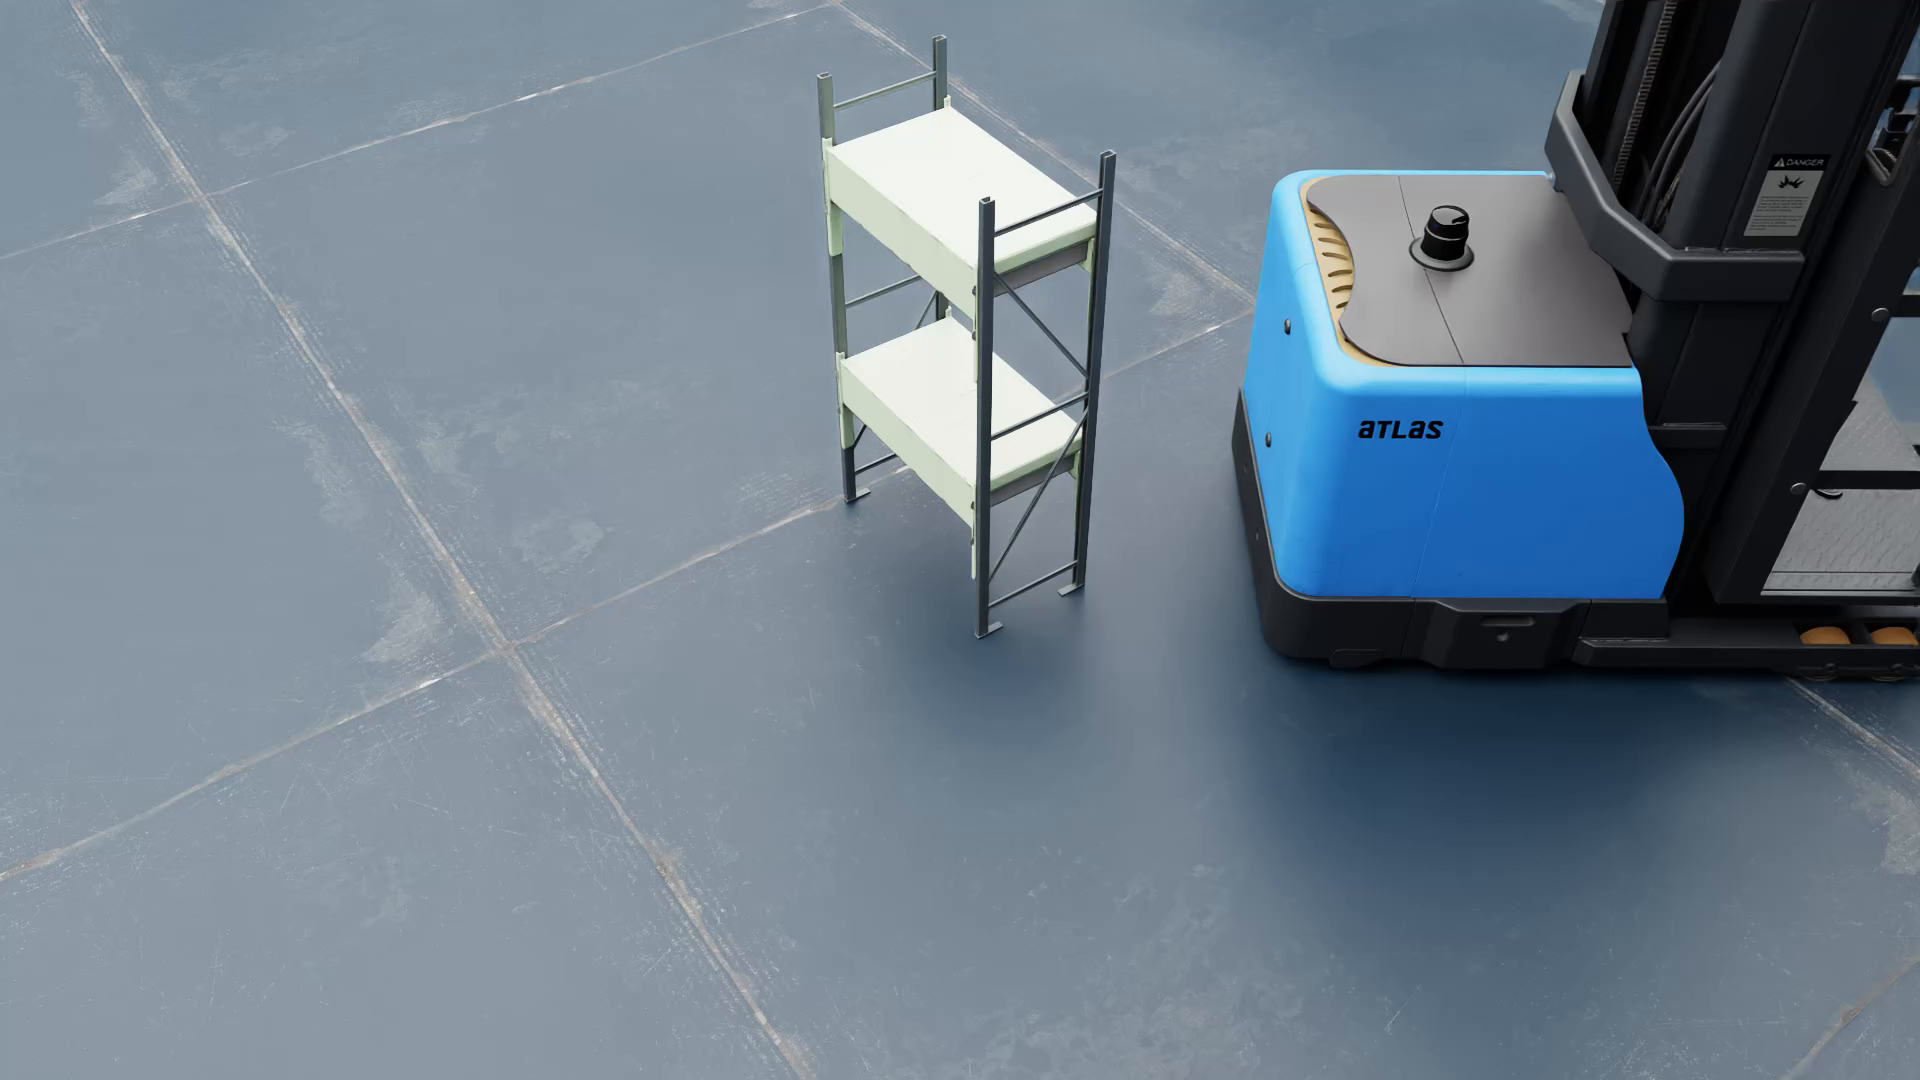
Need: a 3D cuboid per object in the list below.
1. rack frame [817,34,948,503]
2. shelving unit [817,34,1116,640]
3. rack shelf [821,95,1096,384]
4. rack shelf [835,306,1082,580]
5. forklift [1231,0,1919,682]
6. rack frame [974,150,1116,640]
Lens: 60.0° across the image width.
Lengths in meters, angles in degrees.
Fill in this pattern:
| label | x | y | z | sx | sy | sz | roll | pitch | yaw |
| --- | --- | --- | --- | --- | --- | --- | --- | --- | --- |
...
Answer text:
| label | x | y | z | sx | sy | sz | roll | pitch | yaw |
| --- | --- | --- | --- | --- | --- | --- | --- | --- | --- |
| rack frame | -0.206 | -0.746 | 4.945 | 0.400 | 1.500 | 0.023 | -26 | 49 | -24 |
| shelving unit | 0.004 | -0.539 | 4.728 | 0.431 | 1.500 | 0.755 | -26 | 49 | -24 |
| rack shelf | 0.004 | -0.821 | 4.459 | 0.431 | 0.370 | 0.720 | -26 | 49 | -24 |
| rack shelf | 0.004 | -0.303 | 4.953 | 0.431 | 0.370 | 0.720 | -26 | 49 | -24 |
| forklift | 2.405 | -1.022 | 4.198 | 3.031 | 2.935 | 1.130 | 0 | 44 | 0 |
| rack frame | 0.213 | -0.331 | 4.511 | 0.400 | 1.500 | 0.023 | -26 | 49 | -24 |
